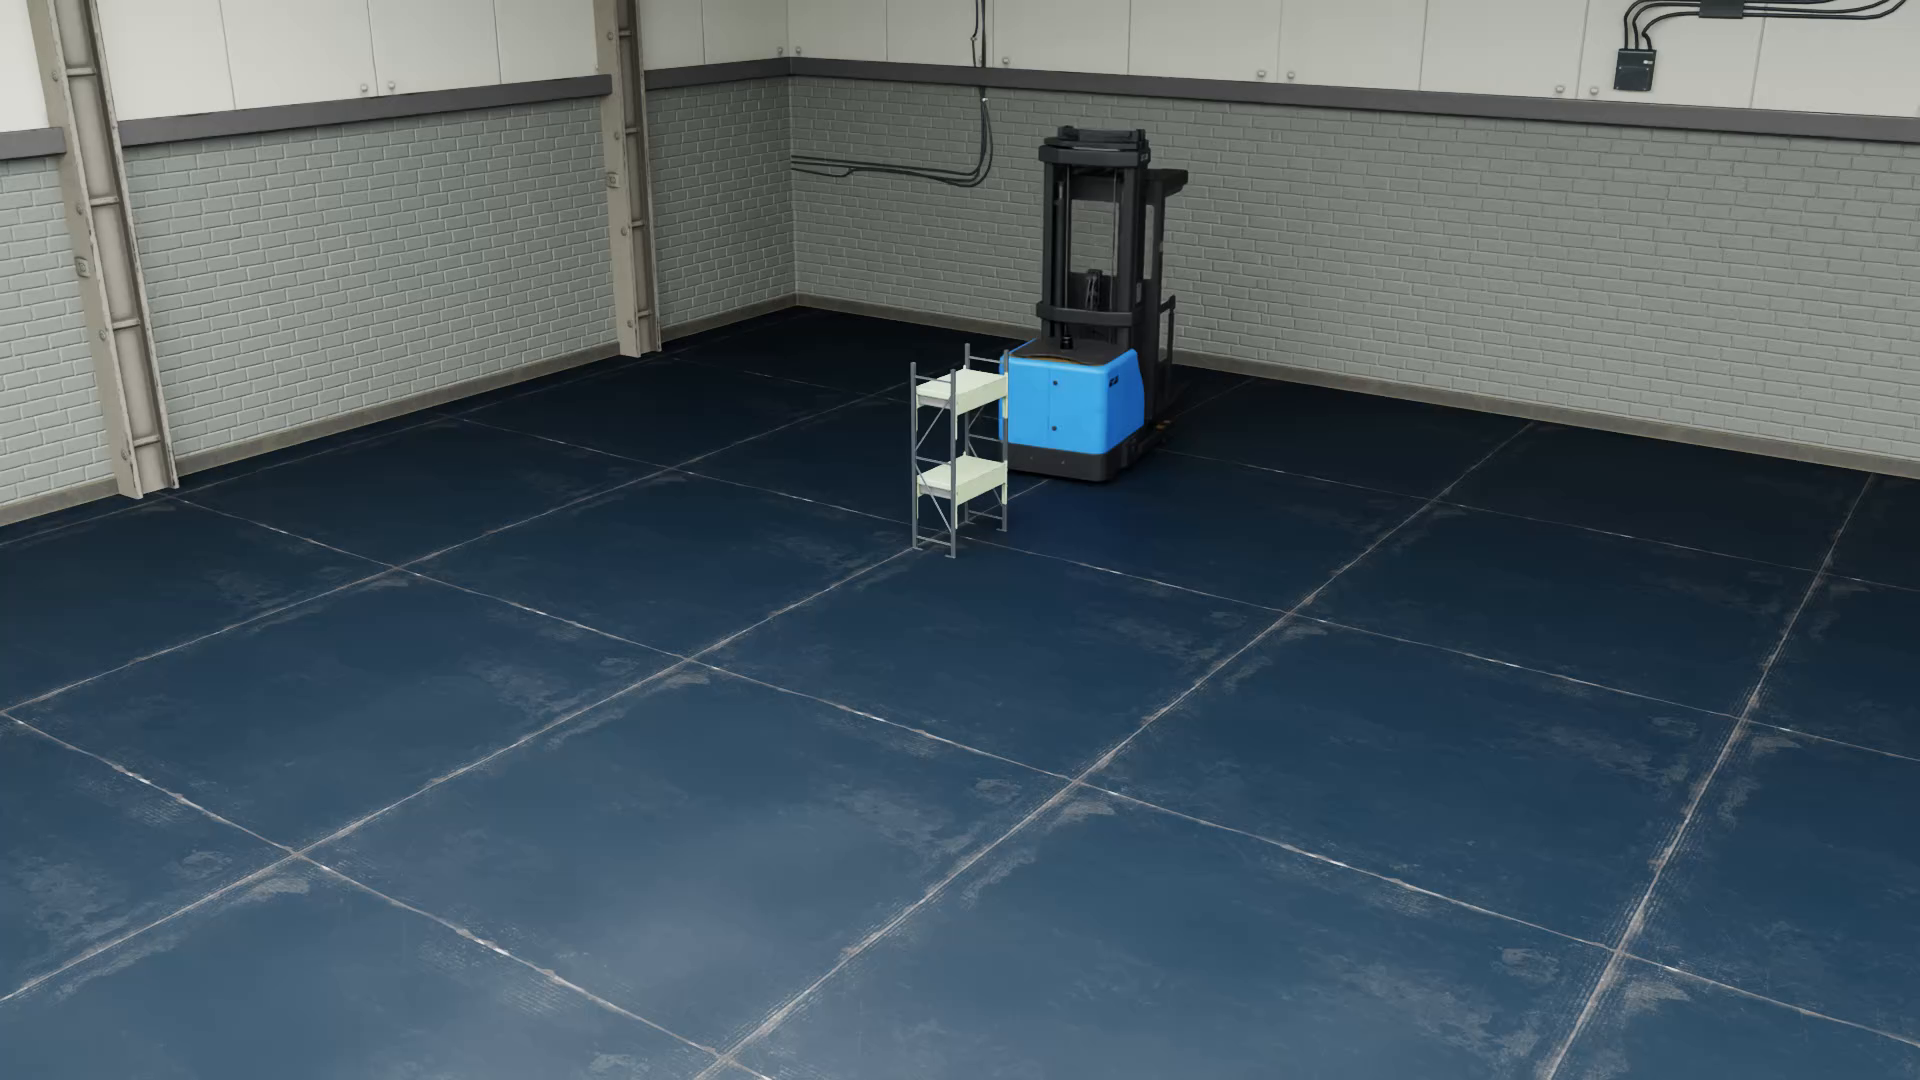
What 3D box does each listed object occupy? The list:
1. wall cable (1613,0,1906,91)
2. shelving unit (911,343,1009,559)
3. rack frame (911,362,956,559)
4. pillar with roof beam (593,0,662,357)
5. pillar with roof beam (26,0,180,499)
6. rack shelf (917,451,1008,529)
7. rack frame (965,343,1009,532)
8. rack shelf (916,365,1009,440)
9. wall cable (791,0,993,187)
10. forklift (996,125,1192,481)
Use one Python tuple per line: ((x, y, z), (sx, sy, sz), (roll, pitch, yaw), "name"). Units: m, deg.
((6.920, -6.703, 13.514), (2.305, 6.003, 0.169), (13, 24, 32), "wall cable")
((0.004, -0.705, 13.010), (0.431, 1.500, 0.755), (13, 24, 32), "shelving unit")
((-0.202, -0.600, 12.726), (0.400, 1.500, 0.023), (13, 24, 32), "rack frame")
((-0.111, -5.537, 15.264), (9.100, 9.000, 0.400), (13, 24, 32), "pillar with roof beam")
((-3.484, -3.816, 10.610), (9.100, 9.000, 0.400), (13, 24, 32), "pillar with roof beam")
((0.004, -0.400, 13.123), (0.431, 0.370, 0.720), (13, 24, 32), "rack shelf")
((0.209, -0.810, 13.294), (0.400, 1.500, 0.023), (13, 24, 32), "rack frame")
((0.004, -1.071, 12.875), (0.431, 0.370, 0.720), (13, 24, 32), "rack shelf")
((-0.922, -5.508, 19.660), (3.097, 2.526, 0.112), (13, 24, 32), "wall cable")
((1.416, -2.356, 15.410), (1.130, 2.935, 3.031), (9, 22, 24), "forklift")
